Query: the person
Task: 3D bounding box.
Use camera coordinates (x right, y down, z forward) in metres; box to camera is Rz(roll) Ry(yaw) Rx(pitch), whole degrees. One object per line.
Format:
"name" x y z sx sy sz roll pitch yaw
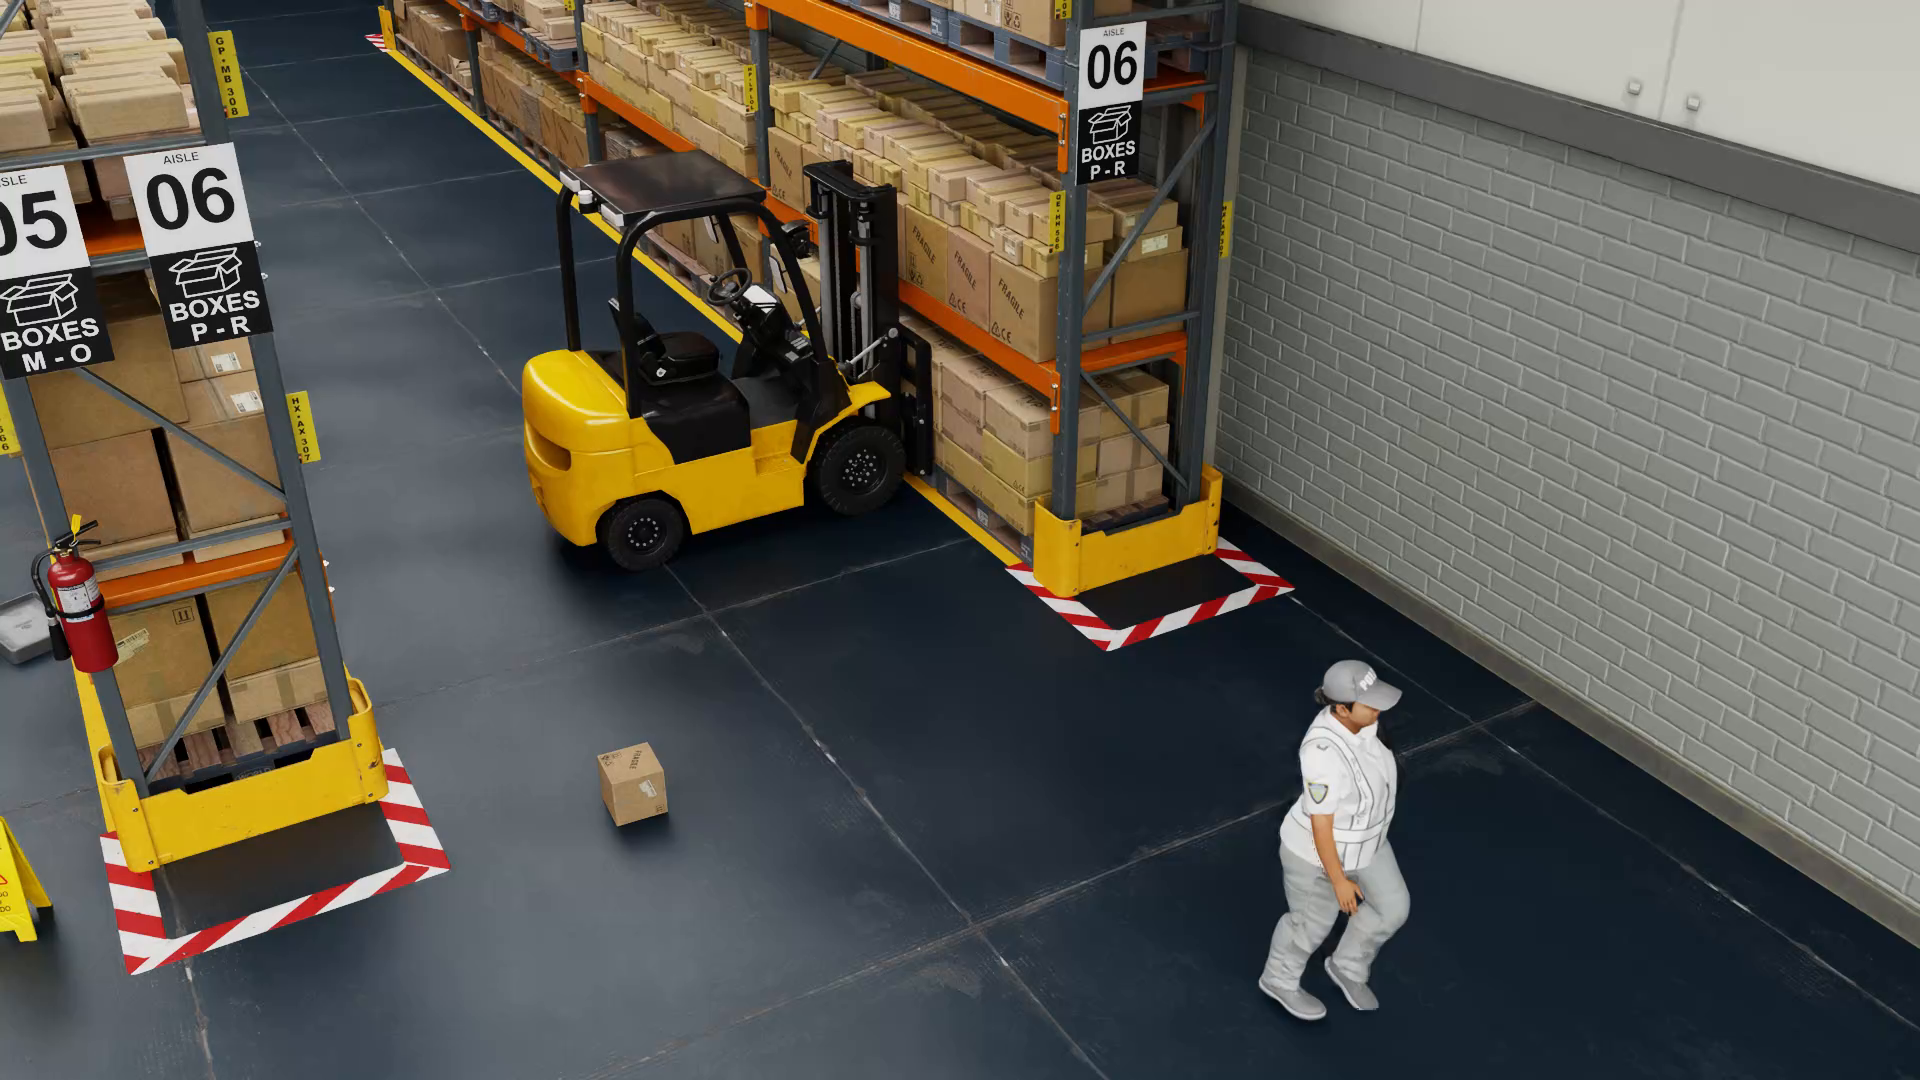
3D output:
"person" 1.472 1.251 6.426 0.492 1.345 0.445 20 35 31
